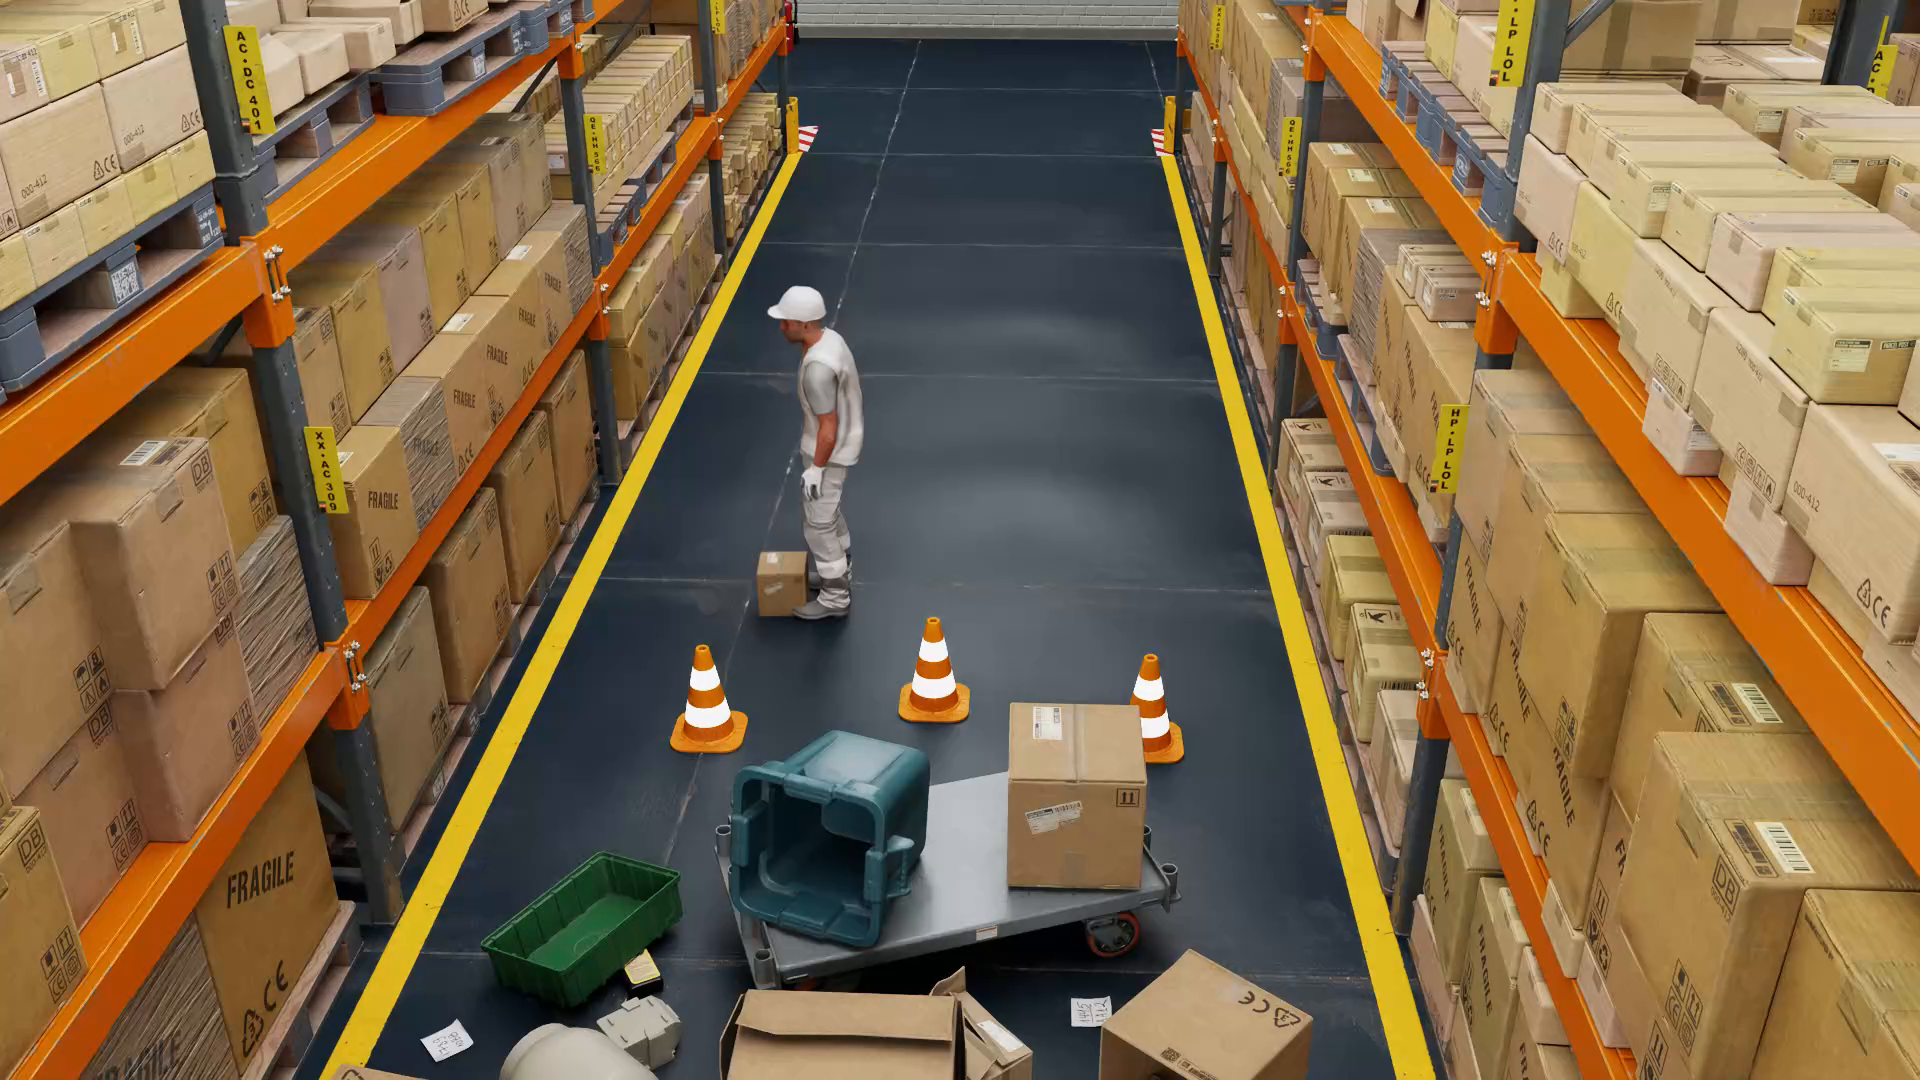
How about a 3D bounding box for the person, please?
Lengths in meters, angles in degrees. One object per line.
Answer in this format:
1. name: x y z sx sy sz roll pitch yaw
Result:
1. person: -0.709 -0.443 8.449 0.449 1.778 0.595 0 28 0
